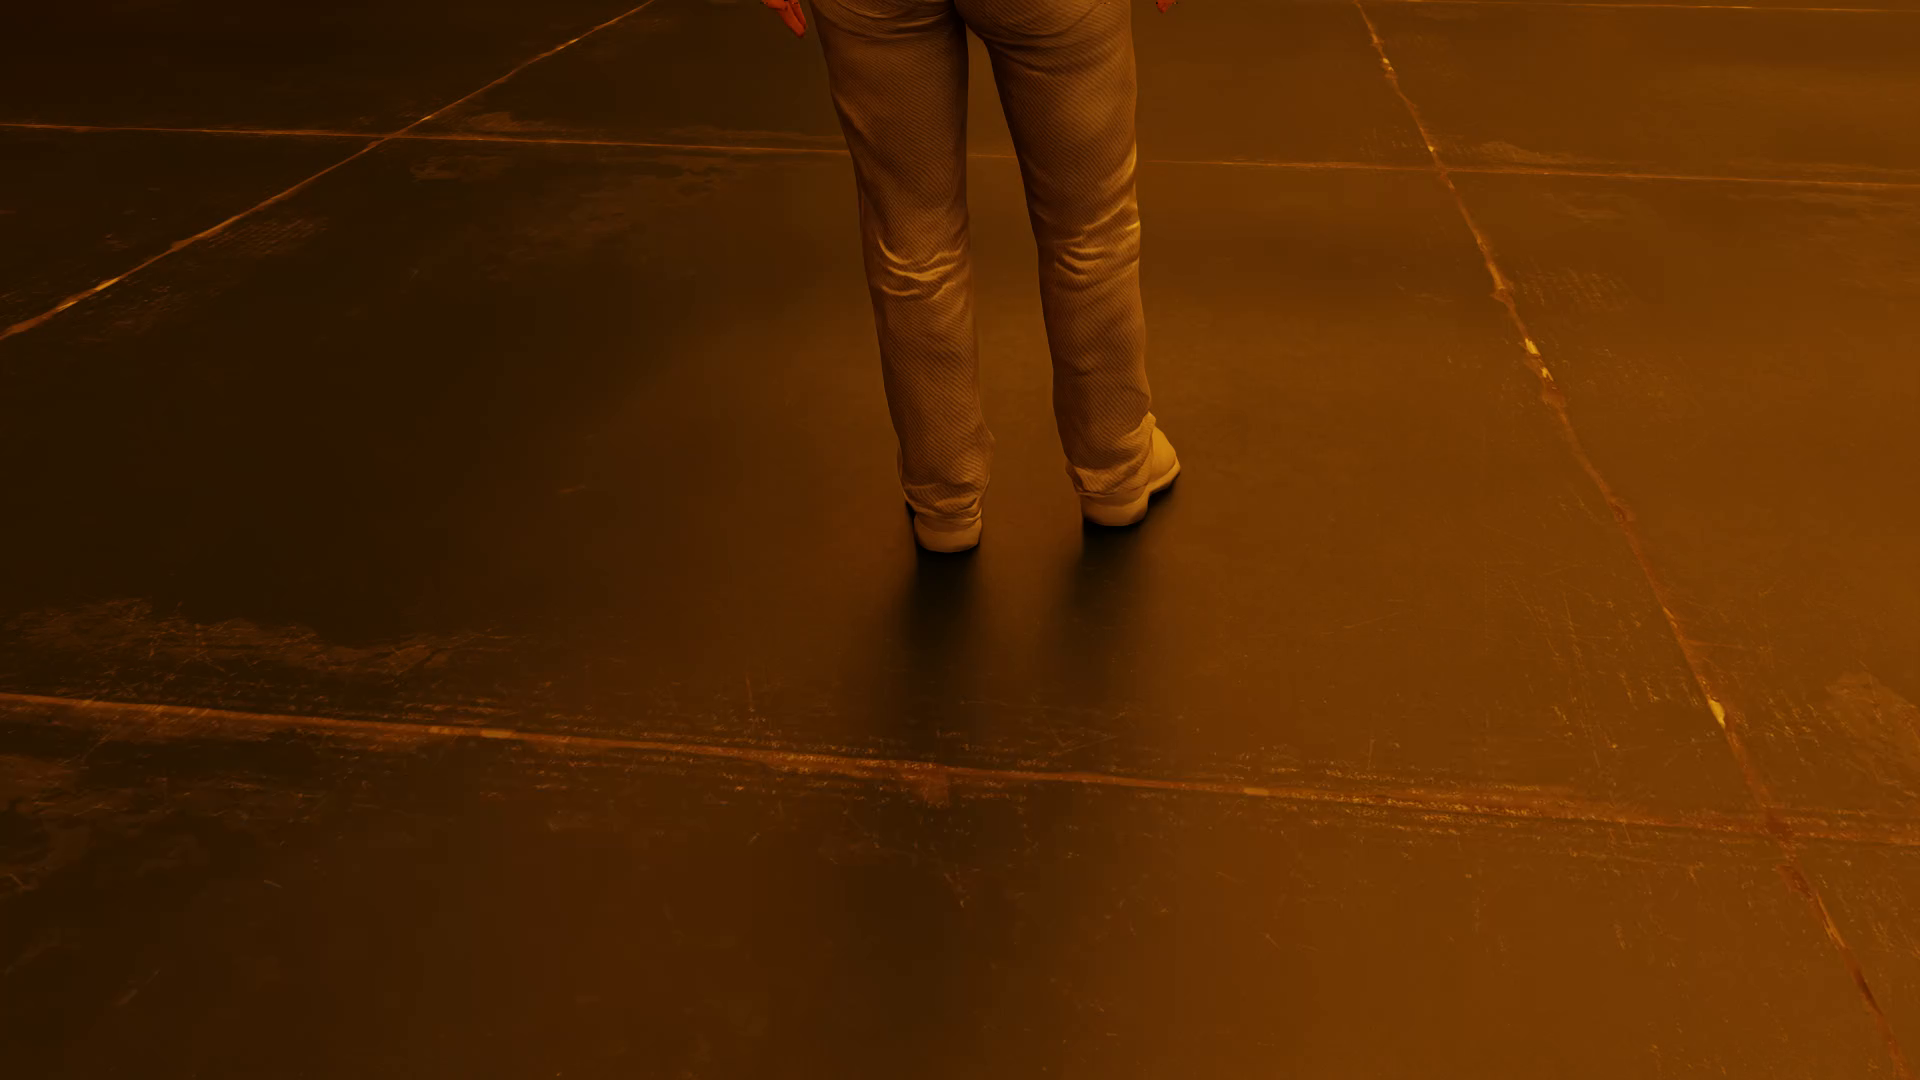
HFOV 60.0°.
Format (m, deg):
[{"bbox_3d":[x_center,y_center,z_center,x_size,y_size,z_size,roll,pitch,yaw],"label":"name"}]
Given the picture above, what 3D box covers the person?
[{"bbox_3d":[0.016,-0.828,2.156,0.633,1.775,0.566,3,27,7],"label":"person"}]
